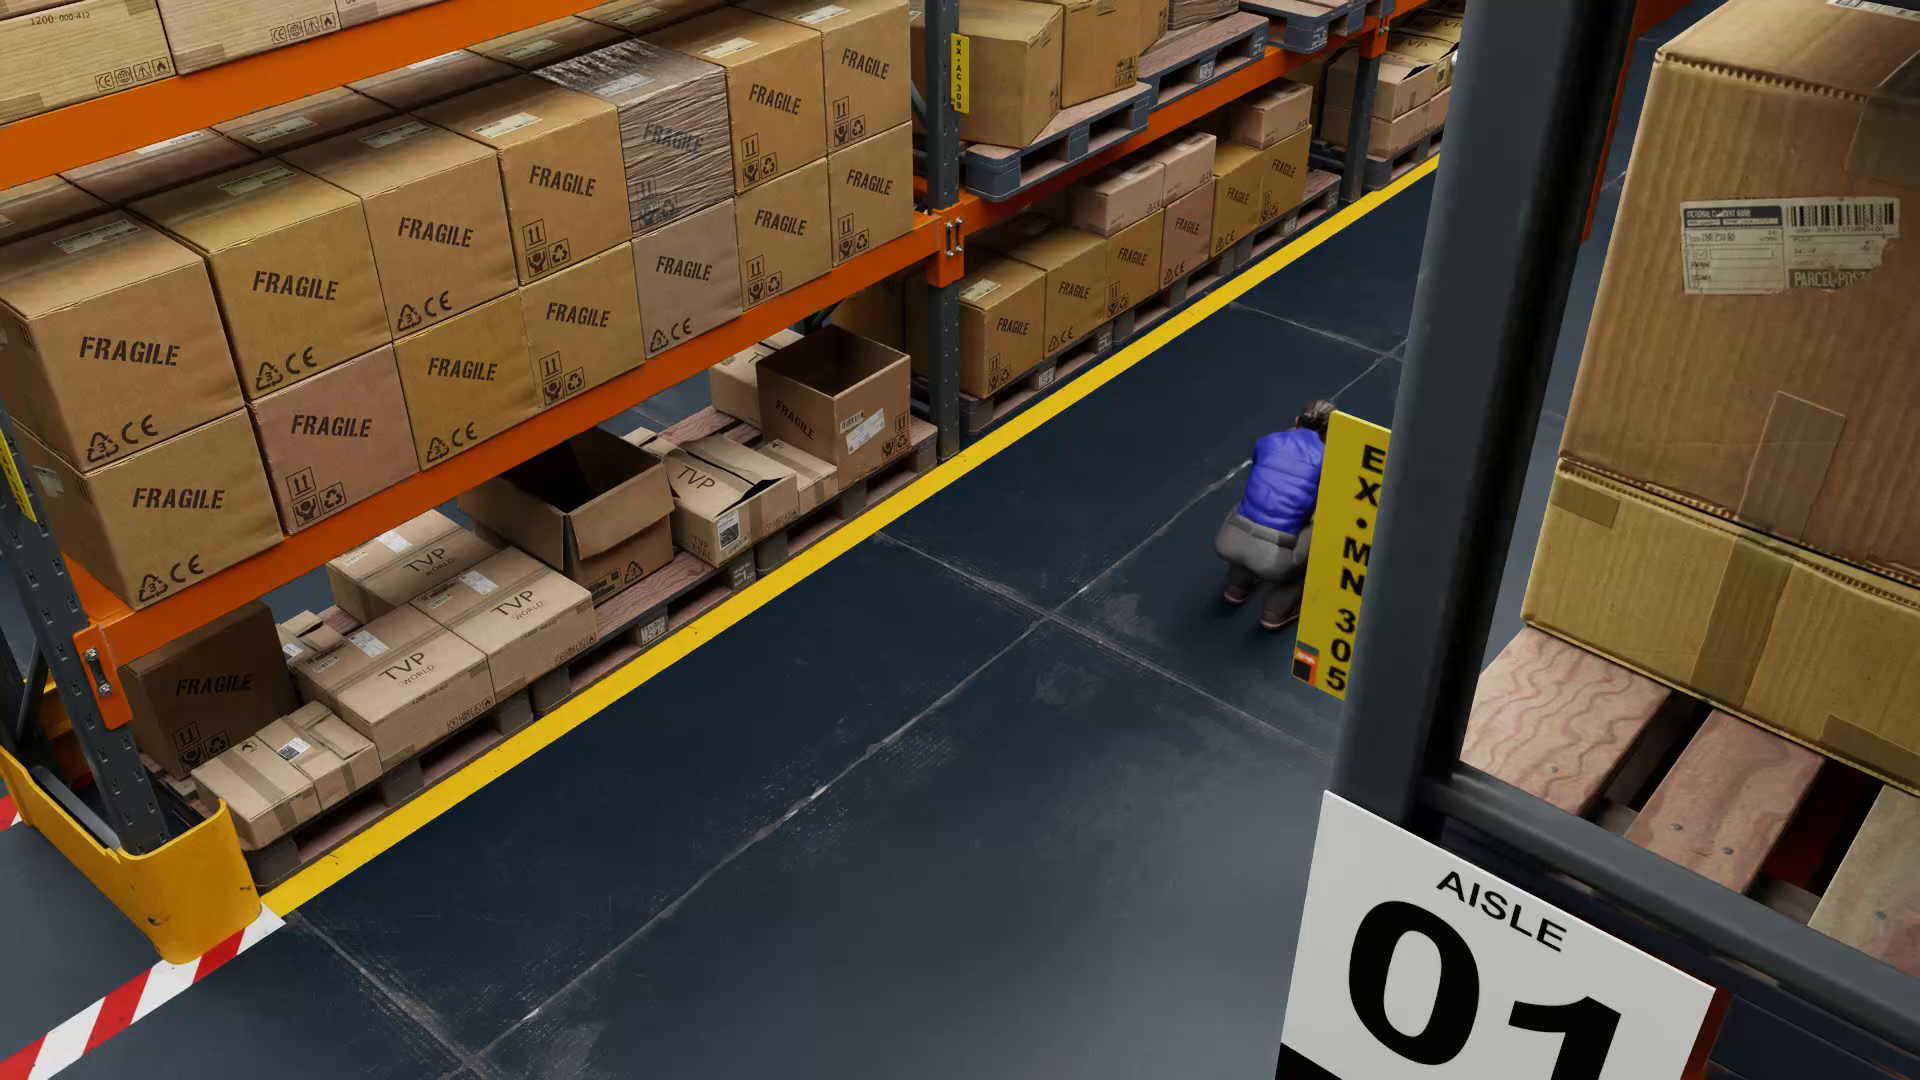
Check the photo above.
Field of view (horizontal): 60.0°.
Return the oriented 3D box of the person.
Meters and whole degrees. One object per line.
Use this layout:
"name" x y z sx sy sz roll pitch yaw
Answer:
"person" 1.427 -0.282 6.991 0.412 1.155 0.858 24 42 30
